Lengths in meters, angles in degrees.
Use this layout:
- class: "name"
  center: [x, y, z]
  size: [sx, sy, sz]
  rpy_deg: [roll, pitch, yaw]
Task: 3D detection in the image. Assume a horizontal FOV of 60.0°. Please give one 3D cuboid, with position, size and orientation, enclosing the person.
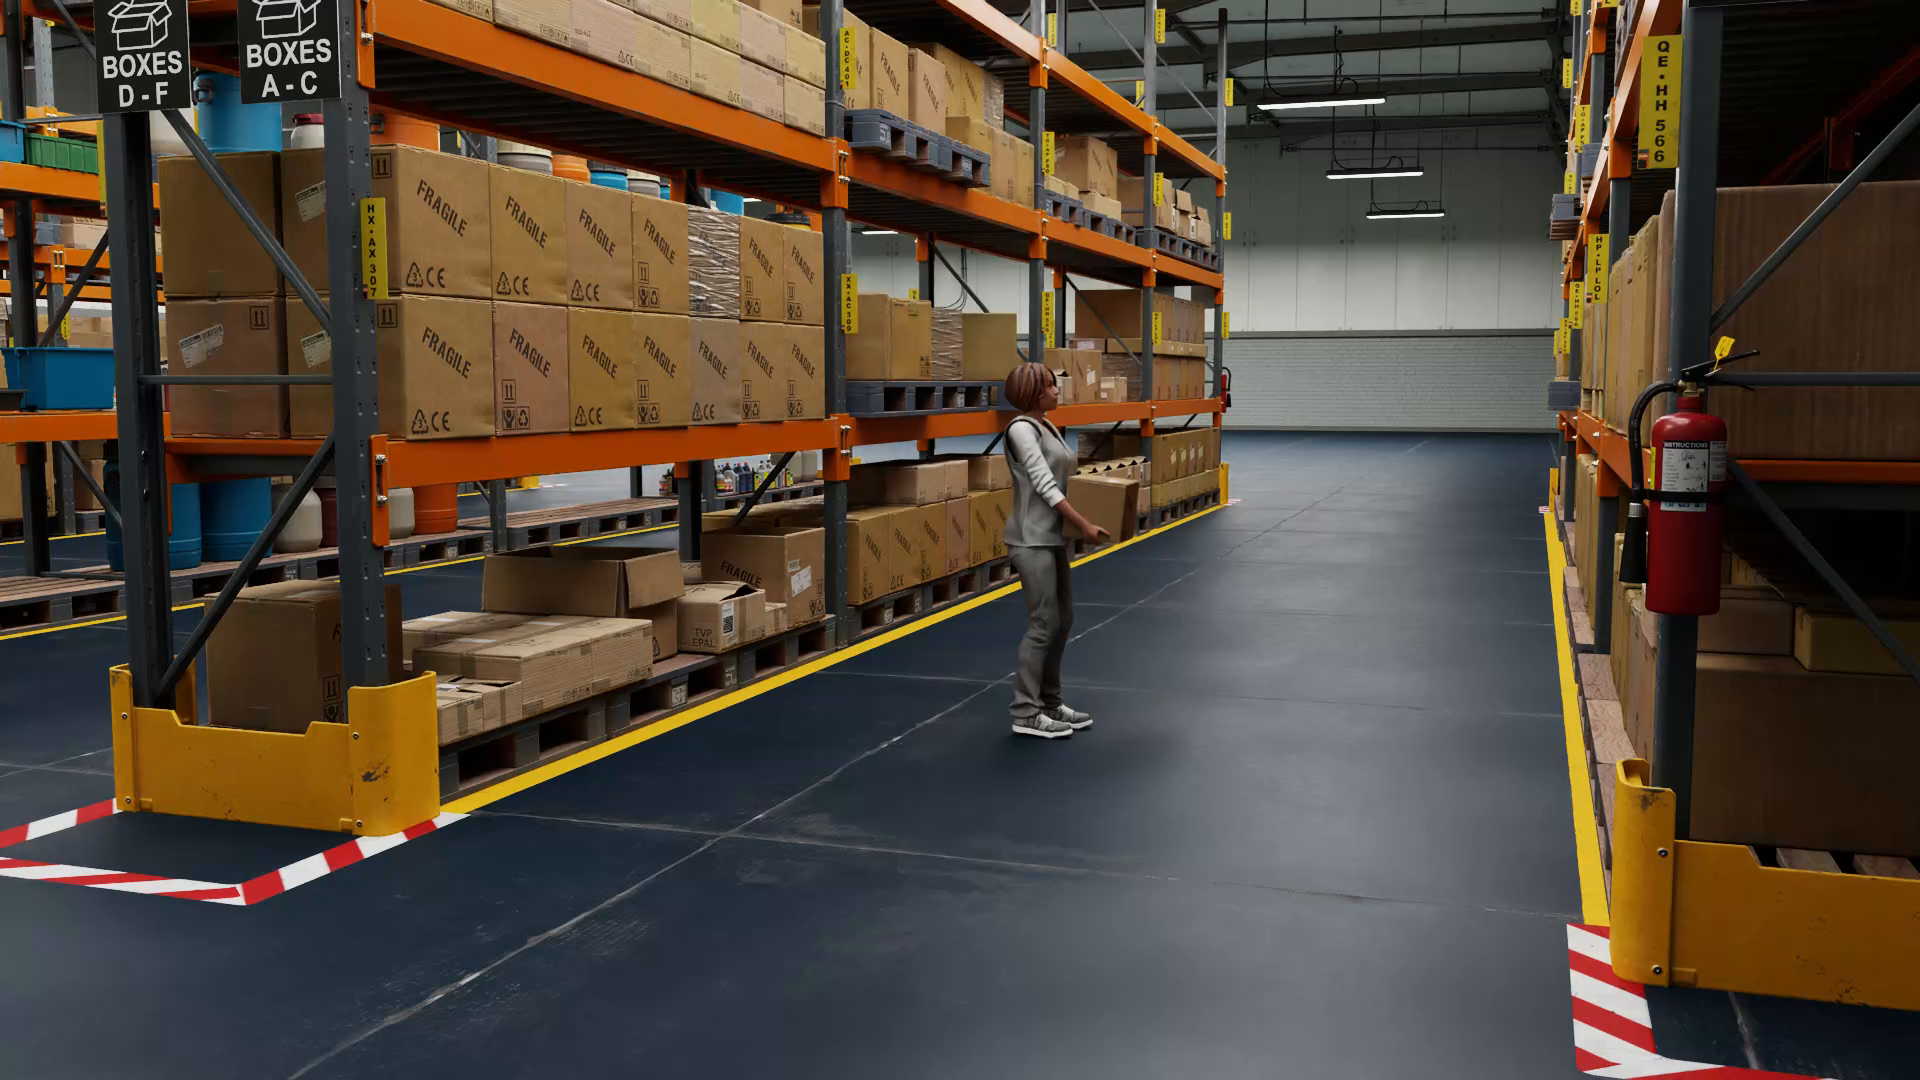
- class: "person"
  center: [0.431, 0.035, 7.108]
  size: [0.495, 1.589, 0.408]
  rpy_deg: [2, 6, 19]
